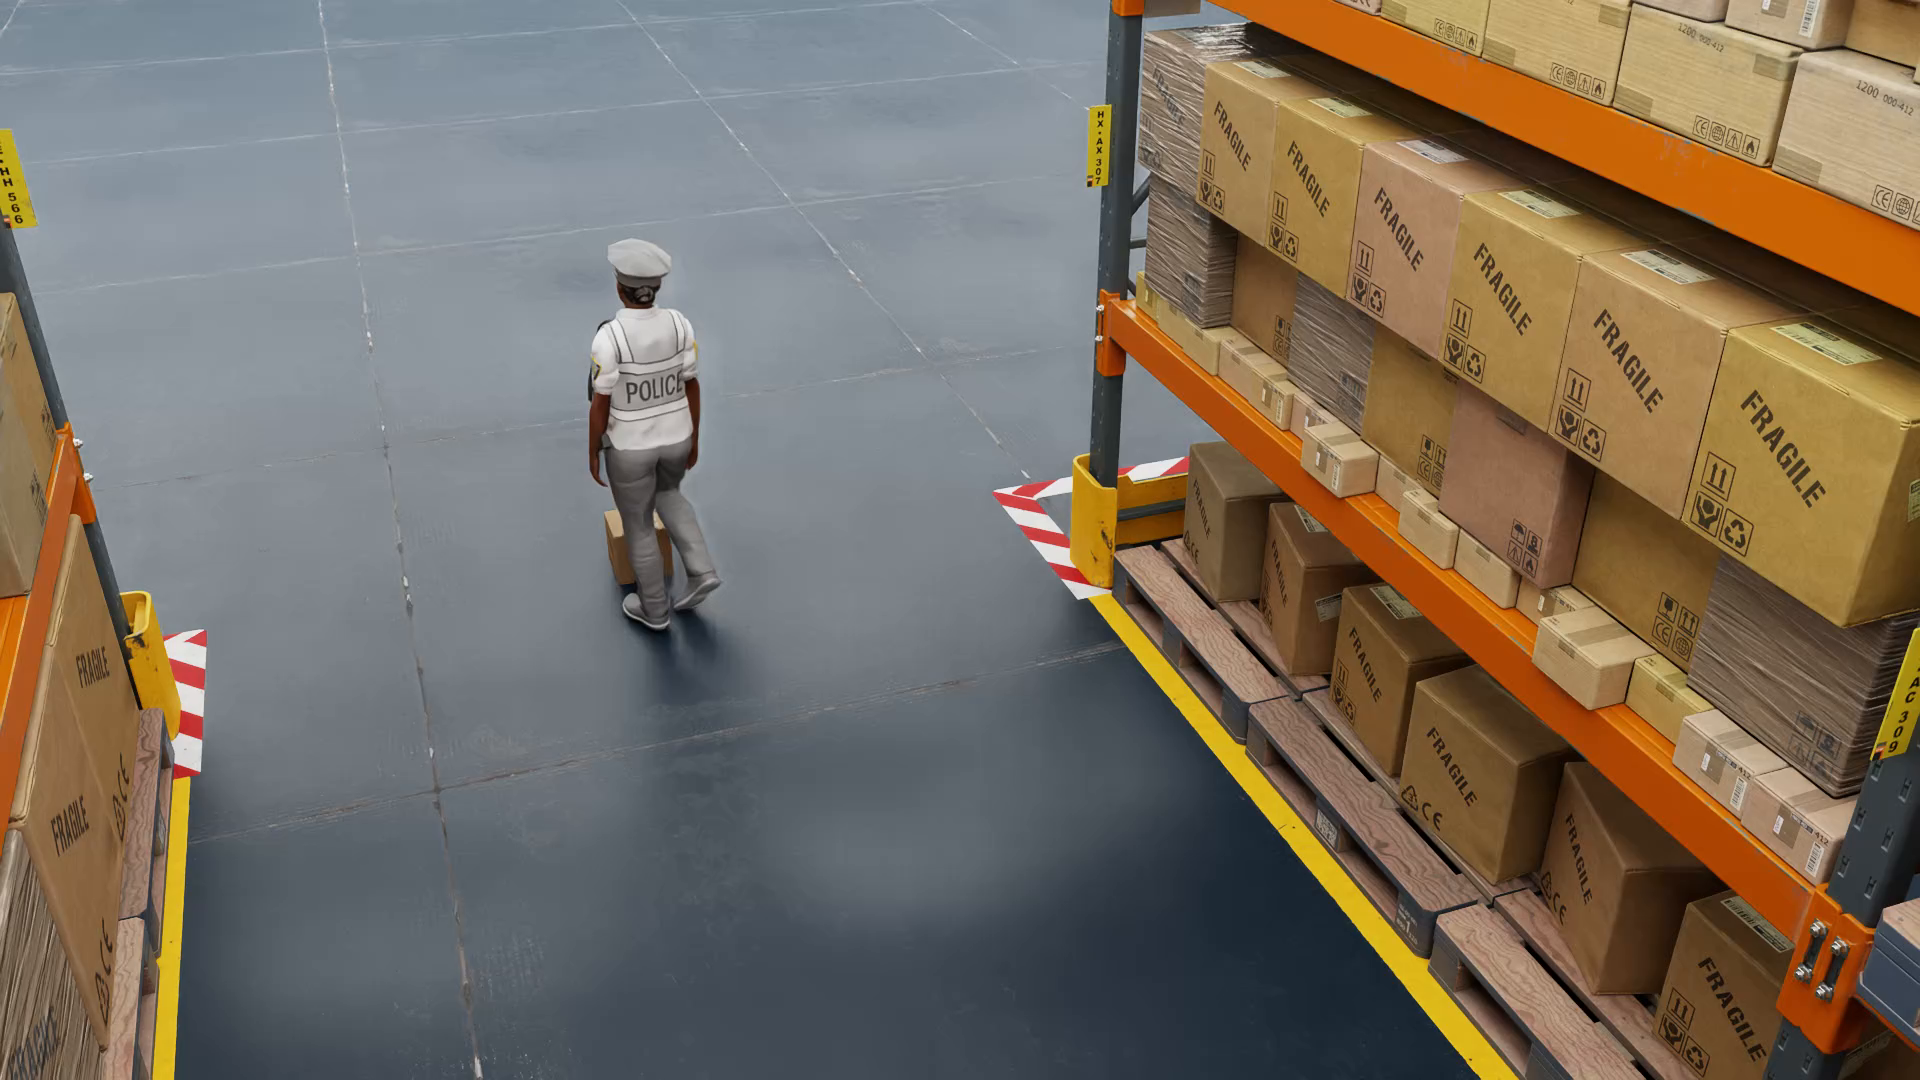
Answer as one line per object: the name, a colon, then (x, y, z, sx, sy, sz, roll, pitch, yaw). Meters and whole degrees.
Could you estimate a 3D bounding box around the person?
person: (-1.302, -0.402, 6.805, 0.465, 1.683, 0.421, -22, 36, -33)
